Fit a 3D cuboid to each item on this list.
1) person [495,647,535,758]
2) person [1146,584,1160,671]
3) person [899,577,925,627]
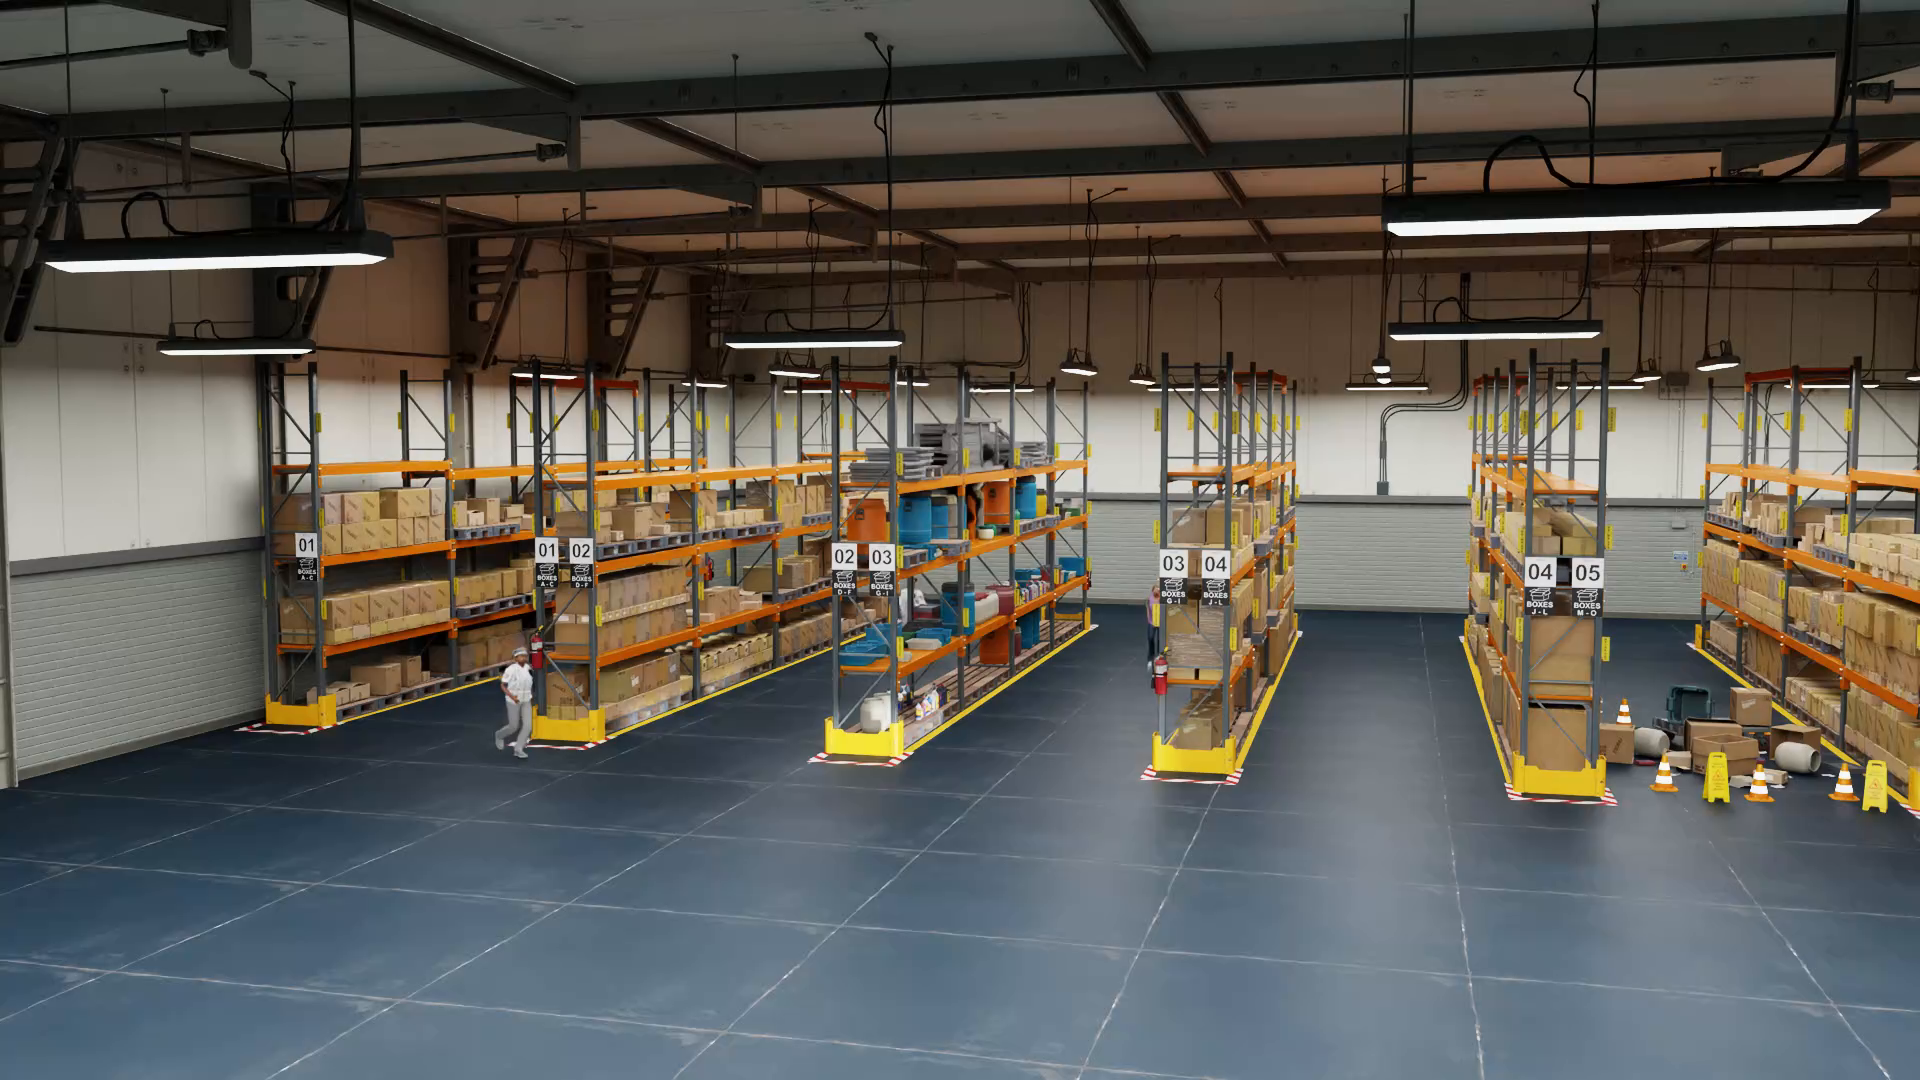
[{"bbox_3d":[-6.664,2.419,25.039,0.674,1.649,0.581,4,5,42],"label":"person"},{"bbox_3d":[3.860,1.688,32.617,0.462,1.672,0.765,1,4,15],"label":"person"},{"bbox_3d":[-0.951,1.588,33.002,0.588,1.803,0.763,1,4,11],"label":"person"}]
